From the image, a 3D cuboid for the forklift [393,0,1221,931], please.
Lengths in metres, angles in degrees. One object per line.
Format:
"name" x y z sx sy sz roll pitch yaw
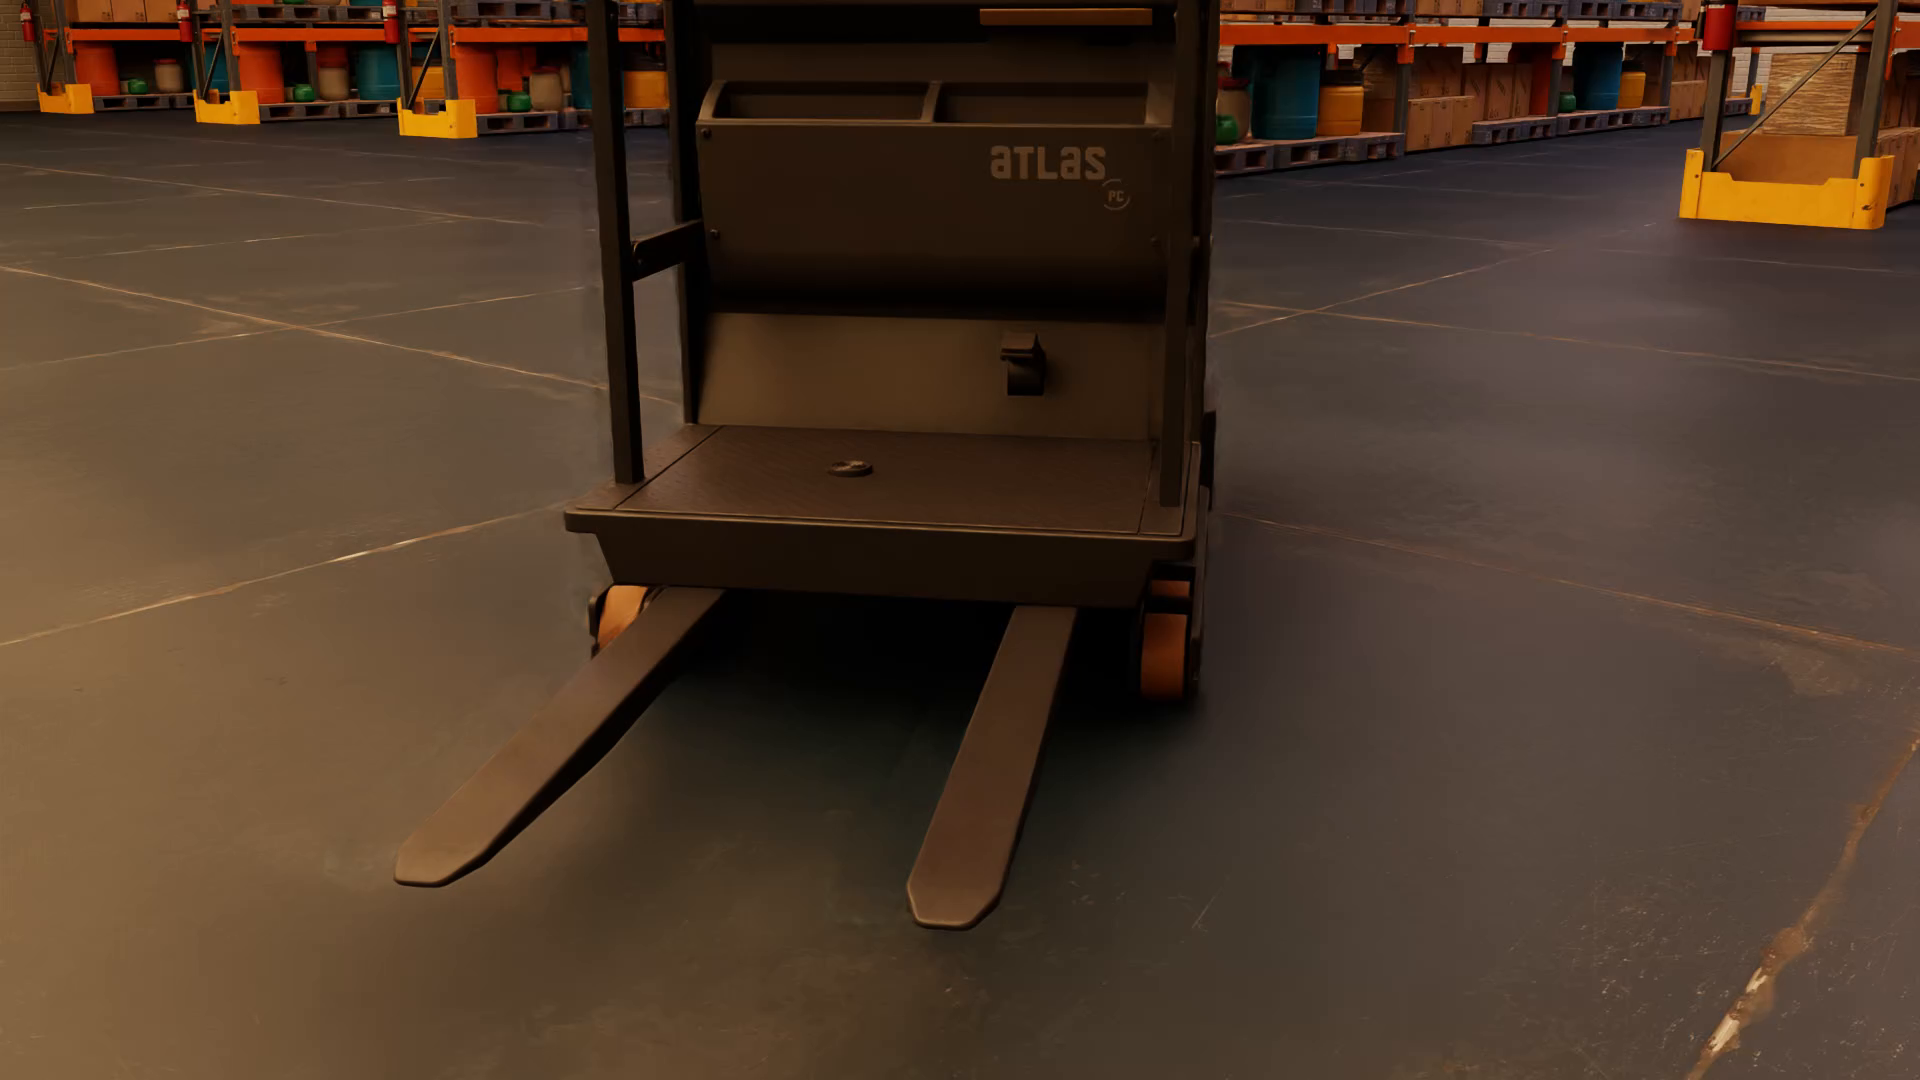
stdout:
"forklift" -0.080 -1.220 2.916 1.130 2.935 3.031 3 17 9
